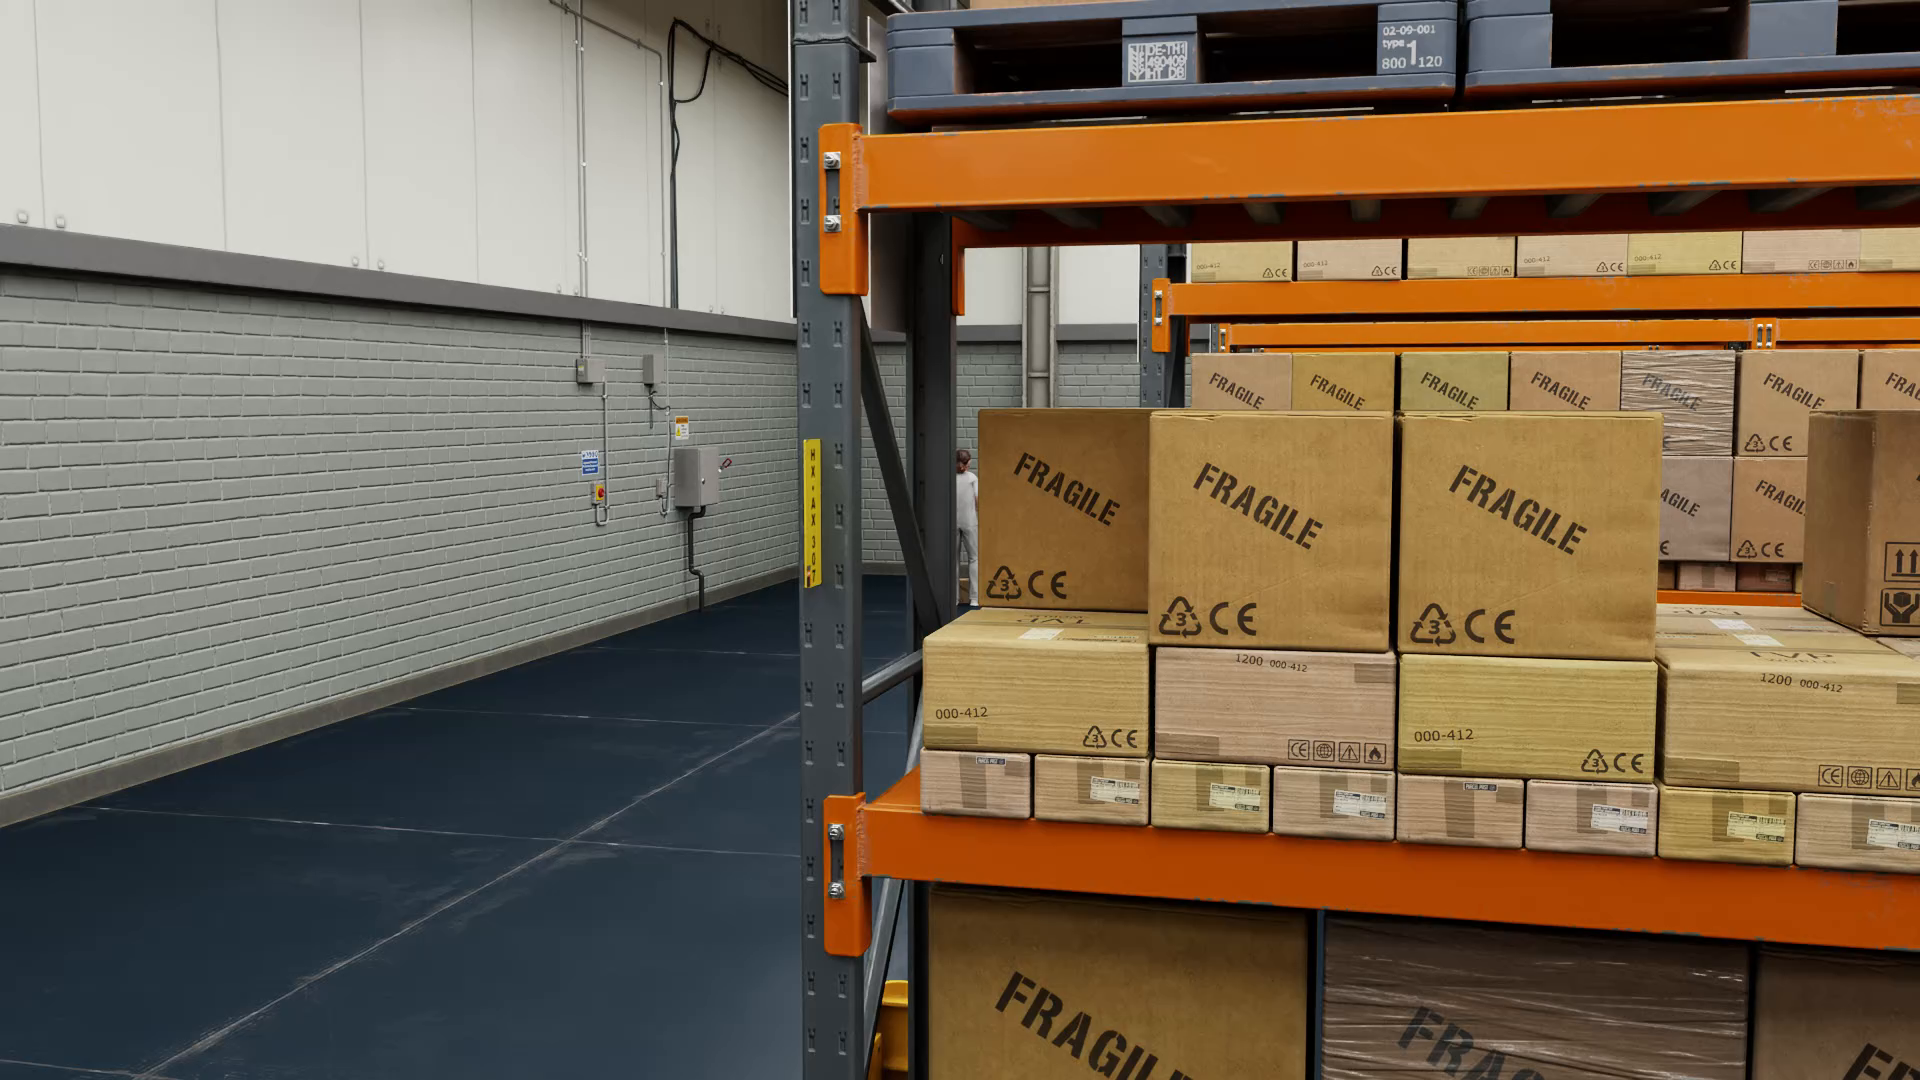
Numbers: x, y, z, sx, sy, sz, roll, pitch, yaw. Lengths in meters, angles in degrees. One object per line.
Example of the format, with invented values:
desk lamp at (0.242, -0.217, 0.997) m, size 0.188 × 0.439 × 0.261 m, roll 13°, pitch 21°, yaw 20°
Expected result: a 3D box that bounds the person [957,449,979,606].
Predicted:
person at (0.032, -0.136, 17.823) m, size 0.496 × 1.672 × 0.352 m, roll 1°, pitch 5°, yaw 13°
